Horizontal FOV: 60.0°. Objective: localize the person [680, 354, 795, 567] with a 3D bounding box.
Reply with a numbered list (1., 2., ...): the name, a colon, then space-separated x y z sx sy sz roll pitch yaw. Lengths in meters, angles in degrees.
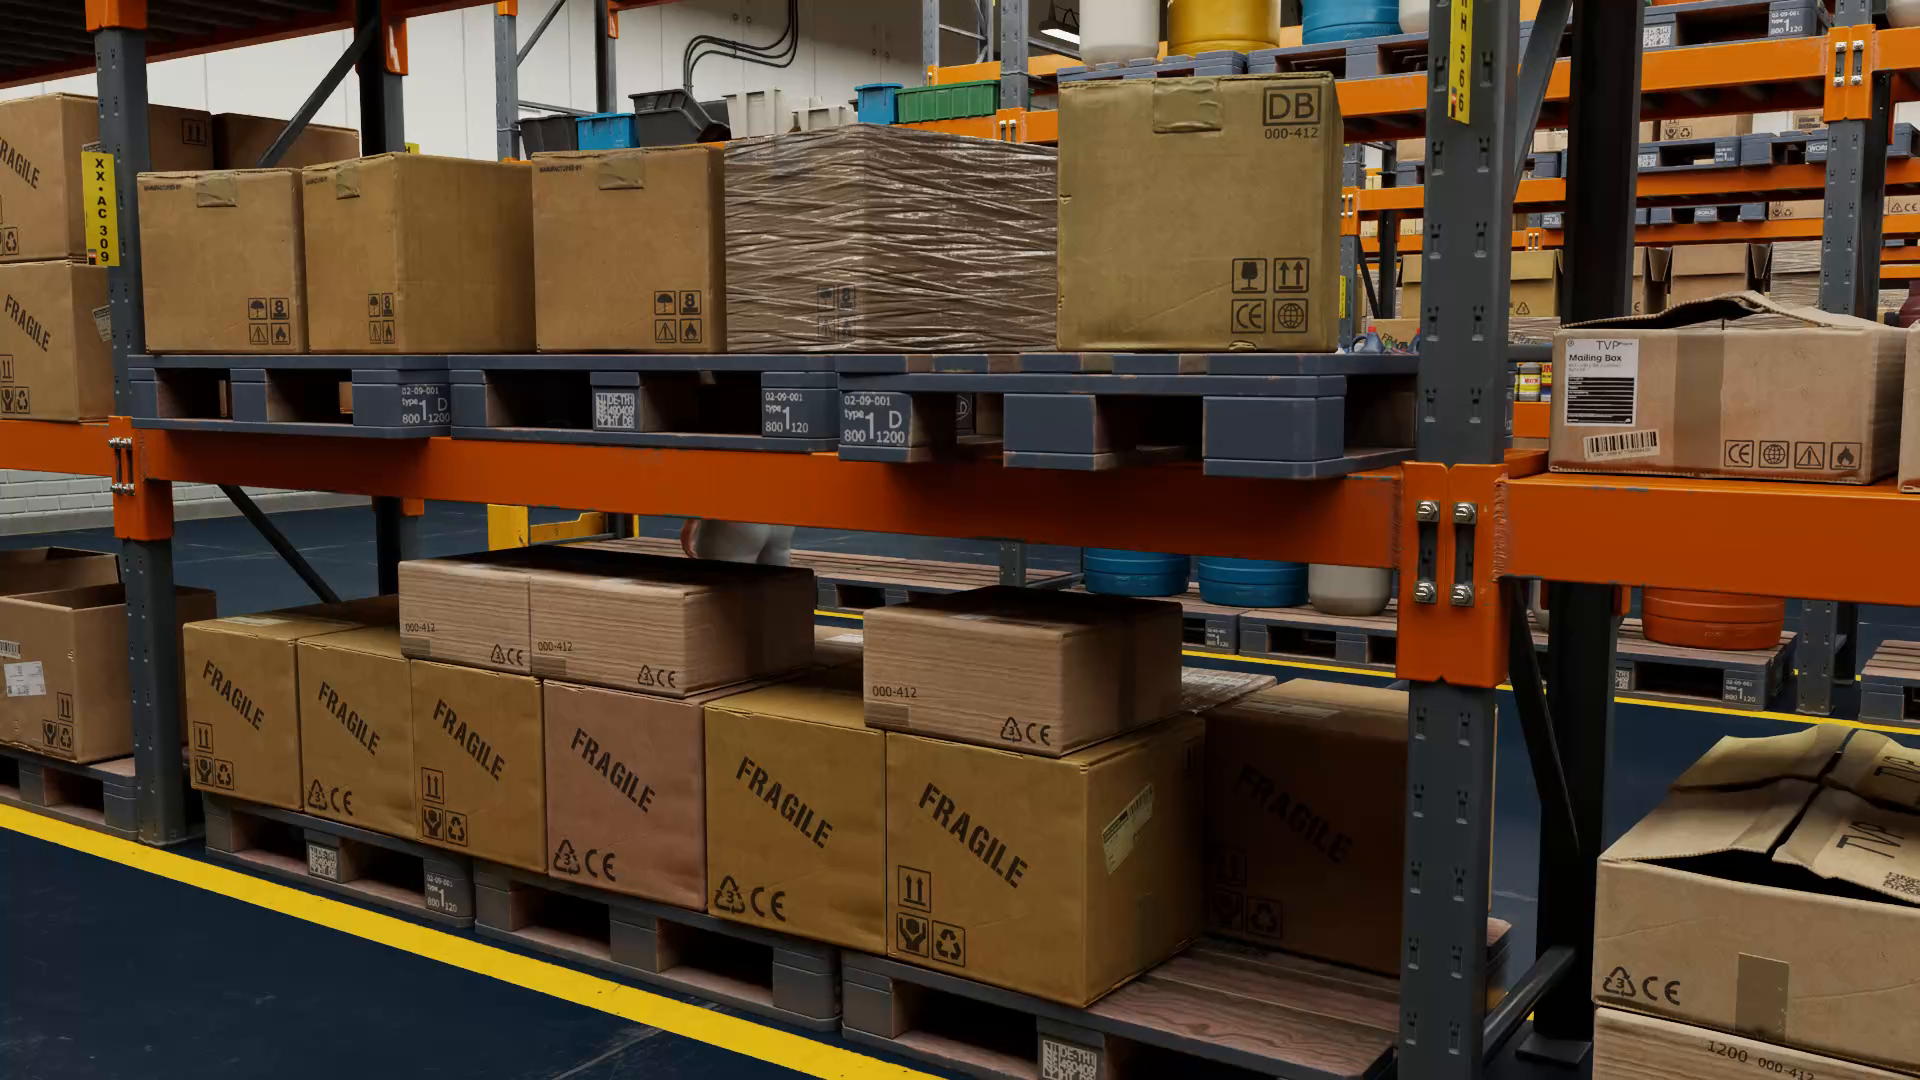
1. person: -0.864 -0.099 6.638 0.429 1.749 0.600 4 7 31
